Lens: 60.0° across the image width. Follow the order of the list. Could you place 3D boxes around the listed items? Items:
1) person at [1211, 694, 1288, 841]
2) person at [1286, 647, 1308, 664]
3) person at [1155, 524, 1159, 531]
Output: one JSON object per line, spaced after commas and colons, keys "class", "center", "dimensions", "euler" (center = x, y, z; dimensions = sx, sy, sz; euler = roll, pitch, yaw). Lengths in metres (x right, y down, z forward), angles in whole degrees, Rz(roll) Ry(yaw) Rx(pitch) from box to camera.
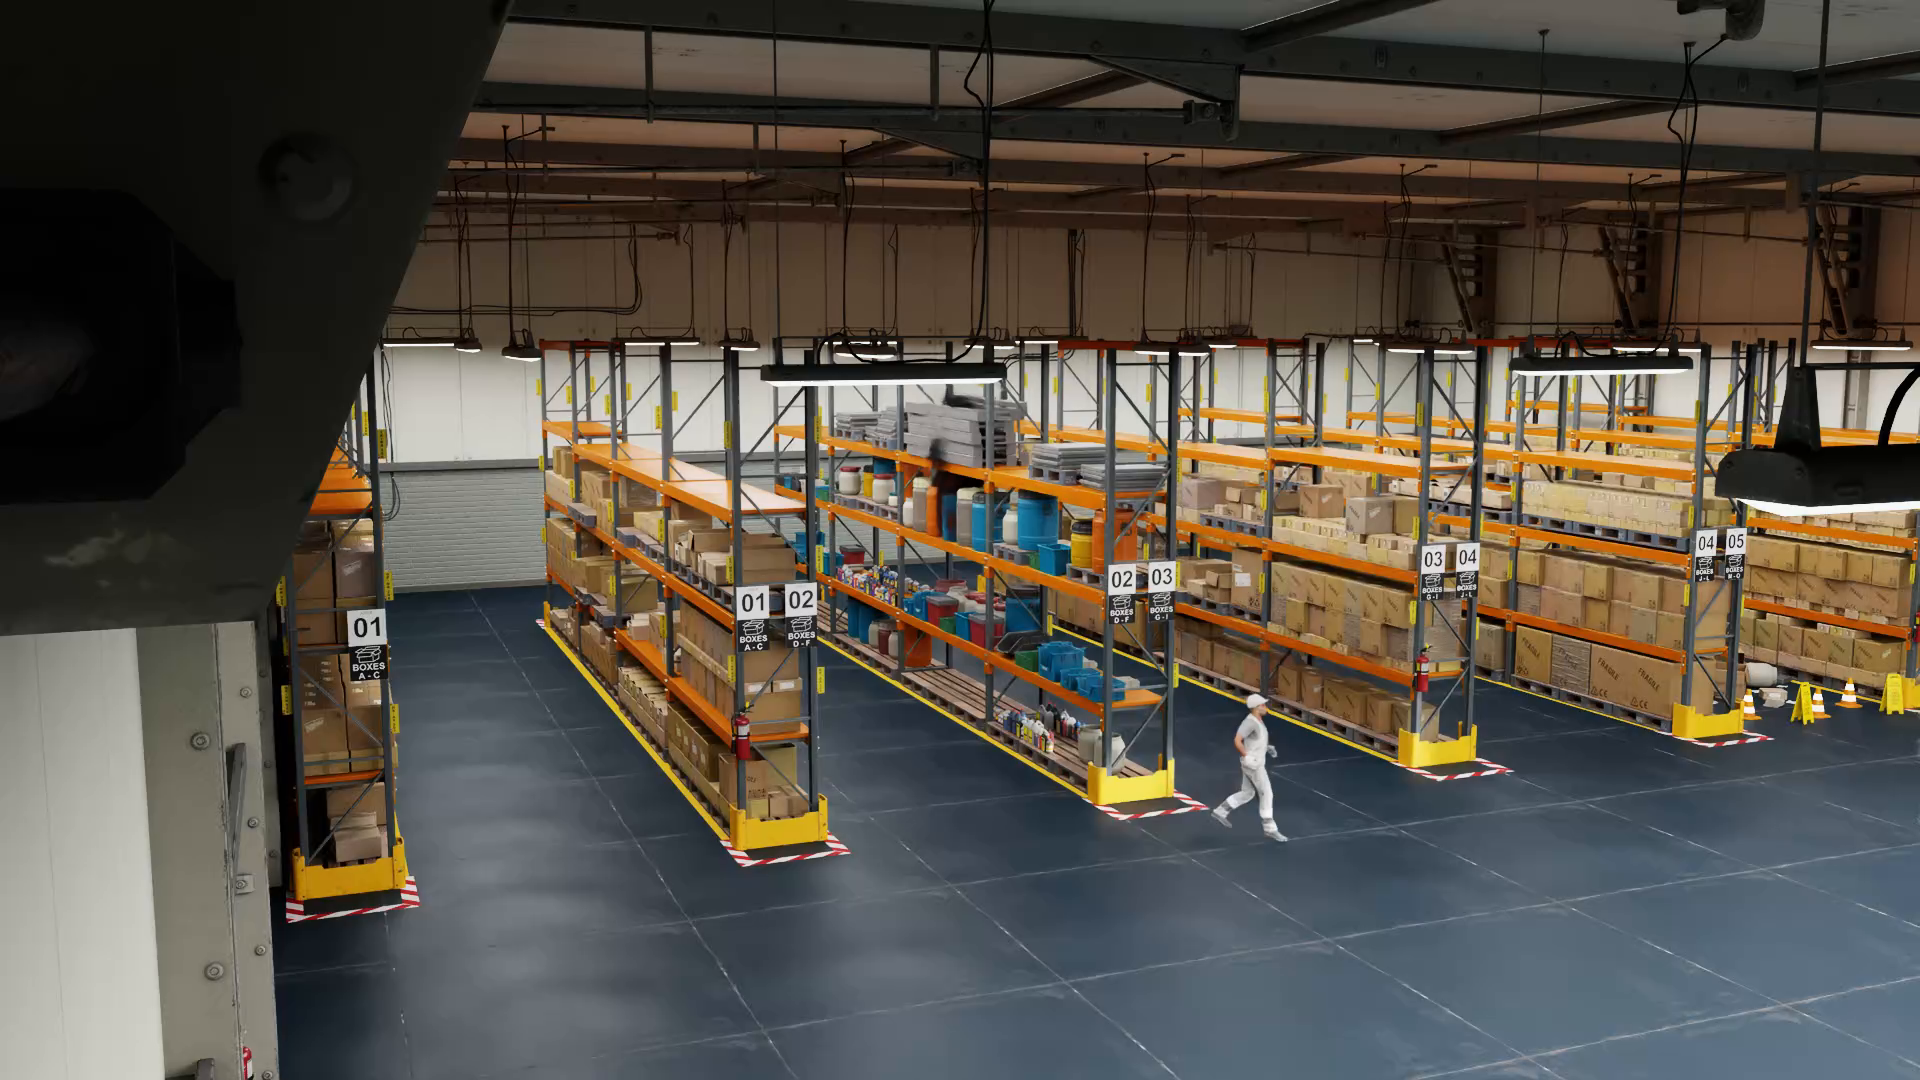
{"class": "person", "center": [3.594, 2.788, 20.556], "dimensions": [0.945, 1.801, 0.676], "euler": [1, 8, 11]}
{"class": "person", "center": [6.329, 1.442, 30.993], "dimensions": [0.679, 1.726, 0.898], "euler": [-4, 8, -29]}
{"class": "person", "center": [4.485, 0.458, 38.695], "dimensions": [0.641, 1.690, 0.671], "euler": [-3, 8, -21]}
